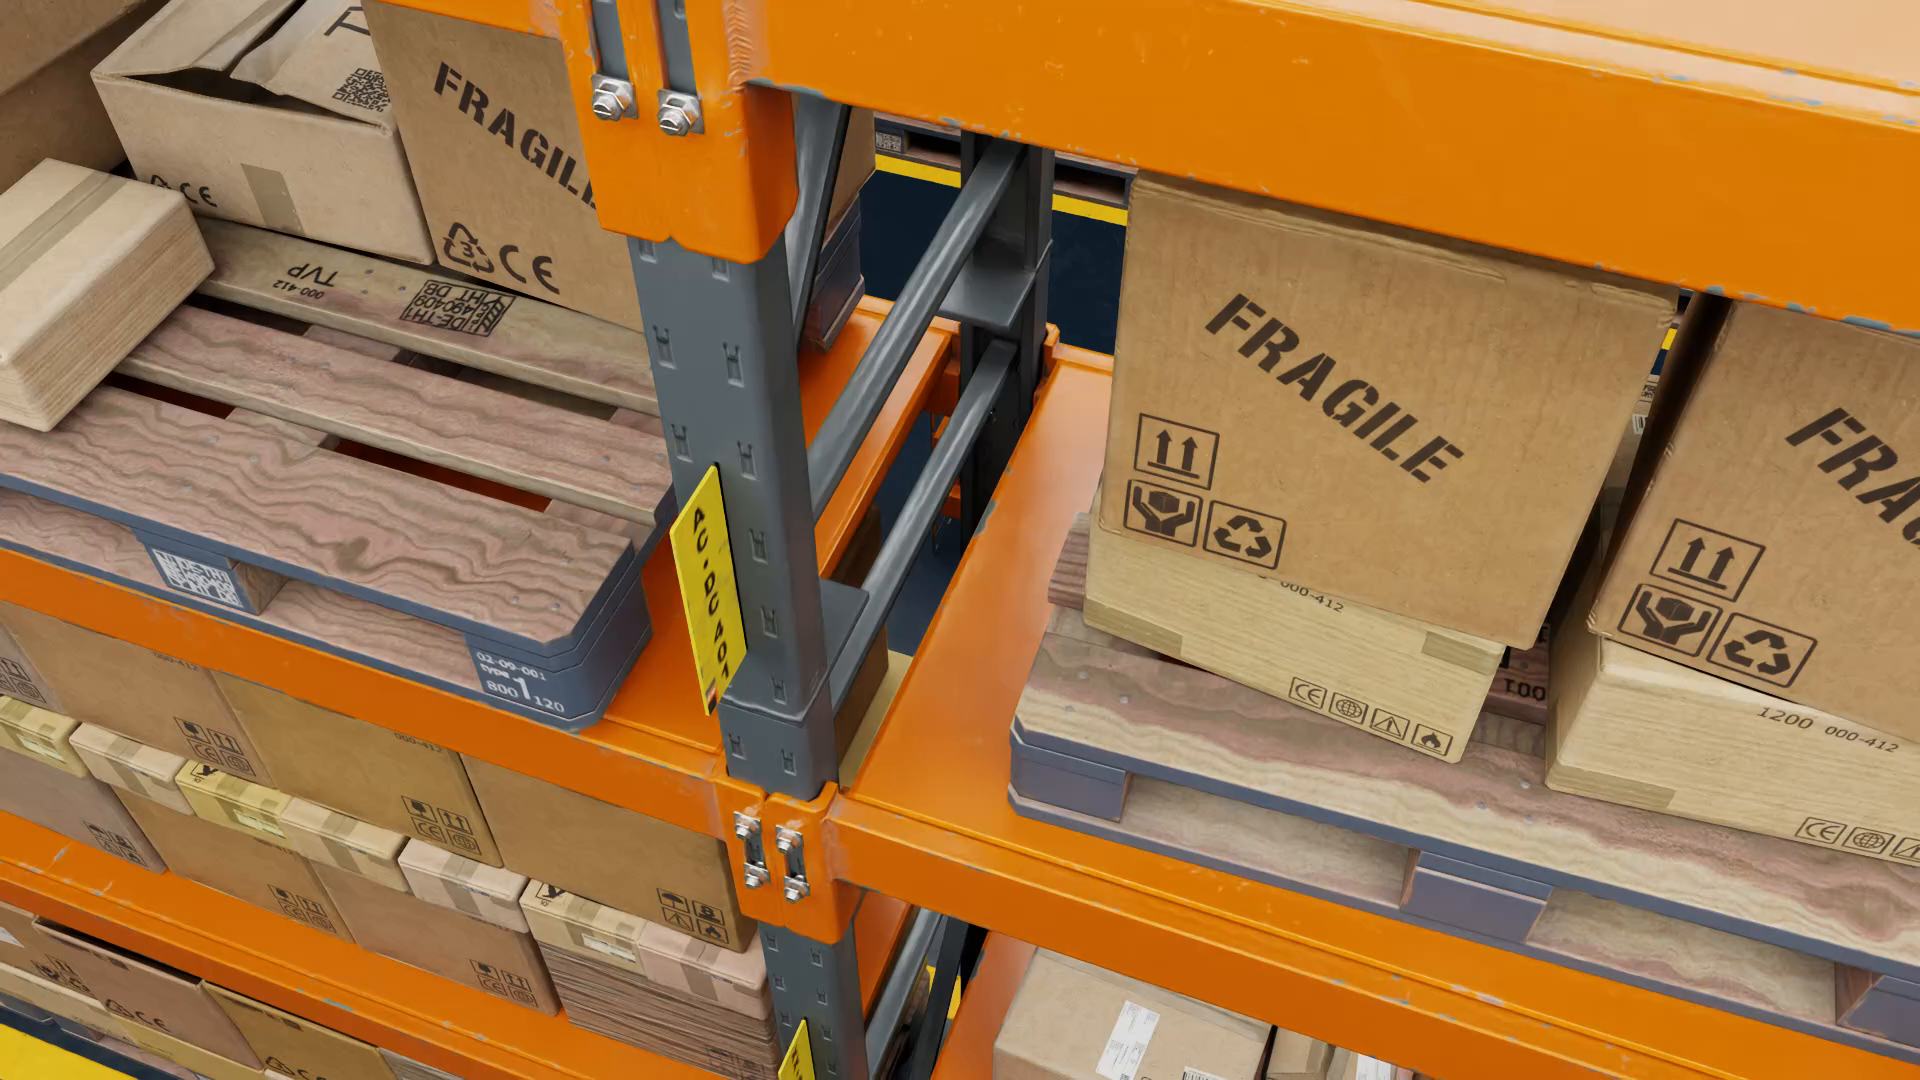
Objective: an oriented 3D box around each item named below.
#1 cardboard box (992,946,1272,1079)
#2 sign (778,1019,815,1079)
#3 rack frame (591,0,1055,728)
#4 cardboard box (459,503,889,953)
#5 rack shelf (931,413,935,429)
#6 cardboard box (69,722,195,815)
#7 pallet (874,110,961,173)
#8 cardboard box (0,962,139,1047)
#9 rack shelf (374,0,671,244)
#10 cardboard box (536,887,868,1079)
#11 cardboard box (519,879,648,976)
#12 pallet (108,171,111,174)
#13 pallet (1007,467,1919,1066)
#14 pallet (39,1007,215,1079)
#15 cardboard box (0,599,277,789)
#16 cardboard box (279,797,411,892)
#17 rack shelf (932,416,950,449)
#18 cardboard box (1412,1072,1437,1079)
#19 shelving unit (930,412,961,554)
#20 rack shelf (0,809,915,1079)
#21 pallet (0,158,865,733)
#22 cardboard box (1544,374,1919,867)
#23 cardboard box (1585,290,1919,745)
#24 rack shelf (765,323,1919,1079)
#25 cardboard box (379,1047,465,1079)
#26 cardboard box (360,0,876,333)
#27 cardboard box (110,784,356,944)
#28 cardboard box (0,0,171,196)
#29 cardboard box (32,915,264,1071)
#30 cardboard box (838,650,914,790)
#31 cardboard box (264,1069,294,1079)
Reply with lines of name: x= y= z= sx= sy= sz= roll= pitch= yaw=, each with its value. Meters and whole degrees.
cardboard box: x=0.394 y=0.994 z=3.503 sx=0.500 sy=0.250 sz=0.500 roll=19 pitch=52 yaw=15
sign: x=-0.274 y=0.931 z=2.833 sx=0.005 sy=0.325 sz=0.100 roll=16 pitch=51 yaw=13
rack frame: x=-0.083 y=-1.118 z=1.264 sx=0.127 sy=3.000 sz=1.000 roll=16 pitch=51 yaw=13
cardboard box: x=-0.502 y=0.277 z=3.100 sx=0.500 sy=0.500 sz=0.700 roll=16 pitch=51 yaw=13
rack shelf: x=0.050 y=-0.509 z=5.635 sx=0.240 sy=0.259 sz=0.215 roll=16 pitch=51 yaw=13
cardboard box: x=-1.603 y=0.349 z=3.468 sx=0.250 sy=0.149 sz=0.380 roll=17 pitch=51 yaw=14
pallet: x=-0.161 y=-2.222 z=8.036 sx=1.213 sy=0.211 sz=1.003 roll=16 pitch=51 yaw=13
cardboard box: x=-2.470 y=1.120 z=4.836 sx=0.500 sy=0.250 sz=0.500 roll=16 pitch=51 yaw=13
rack shelf: x=-1.959 y=-1.275 z=2.141 sx=4.000 sy=0.370 sz=1.077 roll=16 pitch=51 yaw=13
cardboard box: x=-0.502 y=0.702 z=3.590 sx=0.500 sy=0.500 sz=0.700 roll=14 pitch=51 yaw=12
cardboard box: x=-0.644 y=0.616 z=3.236 sx=0.250 sy=0.149 sz=0.380 roll=15 pitch=51 yaw=12
pallet: x=-2.033 y=-0.632 z=2.887 sx=1.213 sy=0.211 sz=1.003 roll=16 pitch=51 yaw=13
pallet: x=0.749 y=0.149 z=2.278 sx=1.217 sy=0.209 sz=0.805 roll=14 pitch=50 yaw=12
pallet: x=-1.963 y=1.204 z=5.067 sx=1.213 sy=0.211 sz=1.003 roll=16 pitch=51 yaw=13
cardboard box: x=-1.446 y=0.014 z=3.328 sx=0.500 sy=0.500 sz=0.700 roll=16 pitch=51 yaw=13
cardboard box: x=-1.137 y=0.481 z=3.353 sx=0.250 sy=0.149 sz=0.380 roll=15 pitch=51 yaw=13
rack shelf: x=0.050 y=-0.323 z=5.849 sx=0.240 sy=0.259 sz=0.215 roll=16 pitch=51 yaw=13
cardboard box: x=1.126 y=1.165 z=3.190 sx=0.500 sy=0.500 sz=0.500 roll=19 pitch=52 yaw=16
shelving unit: x=0.050 y=-0.330 z=5.841 sx=0.252 sy=1.050 sz=0.215 roll=16 pitch=51 yaw=13
rack shelf: x=-1.959 y=0.559 z=4.257 sx=4.000 sy=0.370 sz=1.077 roll=16 pitch=51 yaw=13
pallet: x=-0.892 y=-0.312 z=2.609 sx=1.213 sy=0.211 sz=1.003 roll=16 pitch=51 yaw=13
cardboard box: x=1.008 y=0.086 z=2.027 sx=0.500 sy=0.250 sz=0.500 roll=11 pitch=50 yaw=10
cardboard box: x=1.024 y=-0.148 z=1.733 sx=0.500 sy=0.500 sz=0.500 roll=20 pitch=52 yaw=17
rack shelf: x=1.793 y=0.624 z=2.216 sx=4.000 sy=0.370 sz=1.077 roll=16 pitch=51 yaw=13
cardboard box: x=-1.059 y=1.258 z=4.220 sx=0.500 sy=0.500 sz=0.500 roll=16 pitch=51 yaw=13
cardboard box: x=-0.464 y=-0.671 z=2.425 sx=0.500 sy=0.500 sz=0.500 roll=19 pitch=52 yaw=16
cardboard box: x=-1.468 y=0.435 z=3.822 sx=0.500 sy=0.500 sz=0.700 roll=16 pitch=51 yaw=14
cardboard box: x=-1.584 y=-0.874 z=2.598 sx=0.637 sy=0.503 sz=0.797 roll=21 pitch=52 yaw=17
cardboard box: x=-2.003 y=1.009 z=4.436 sx=0.500 sy=0.500 sz=0.500 roll=16 pitch=51 yaw=13
cardboard box: x=-0.268 y=0.394 z=3.428 sx=0.250 sy=0.149 sz=0.380 roll=16 pitch=51 yaw=13
cardboard box: x=-1.534 y=1.385 z=4.607 sx=0.500 sy=0.250 sz=0.500 roll=16 pitch=51 yaw=13
